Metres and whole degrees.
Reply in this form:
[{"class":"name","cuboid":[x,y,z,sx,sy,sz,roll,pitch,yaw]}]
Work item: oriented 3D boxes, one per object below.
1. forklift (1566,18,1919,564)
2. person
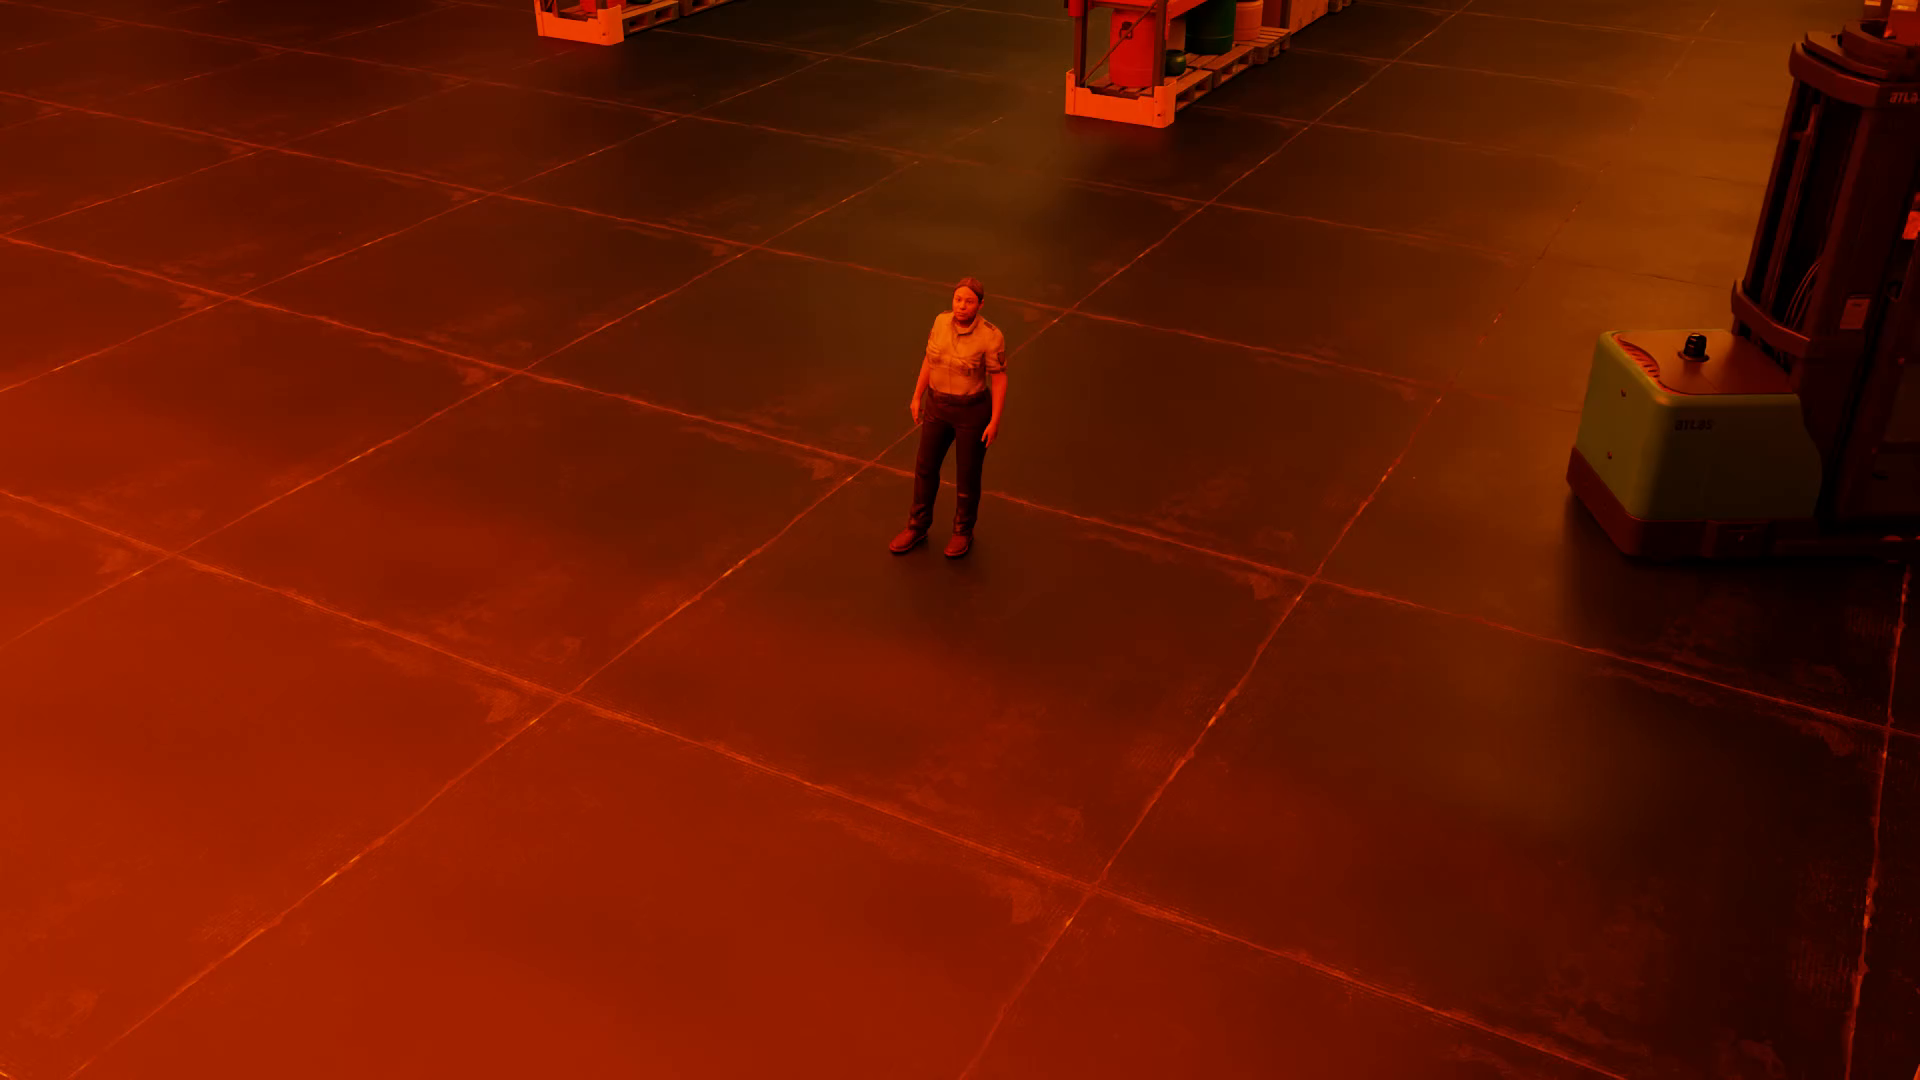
[{"class":"forklift","cuboid":[5.362,-1.396,9.489,3.031,2.935,1.130,-1,30,-2]},{"class":"person","cuboid":[-0.063,-0.687,9.529,0.598,1.651,0.503,15,33,25]}]
